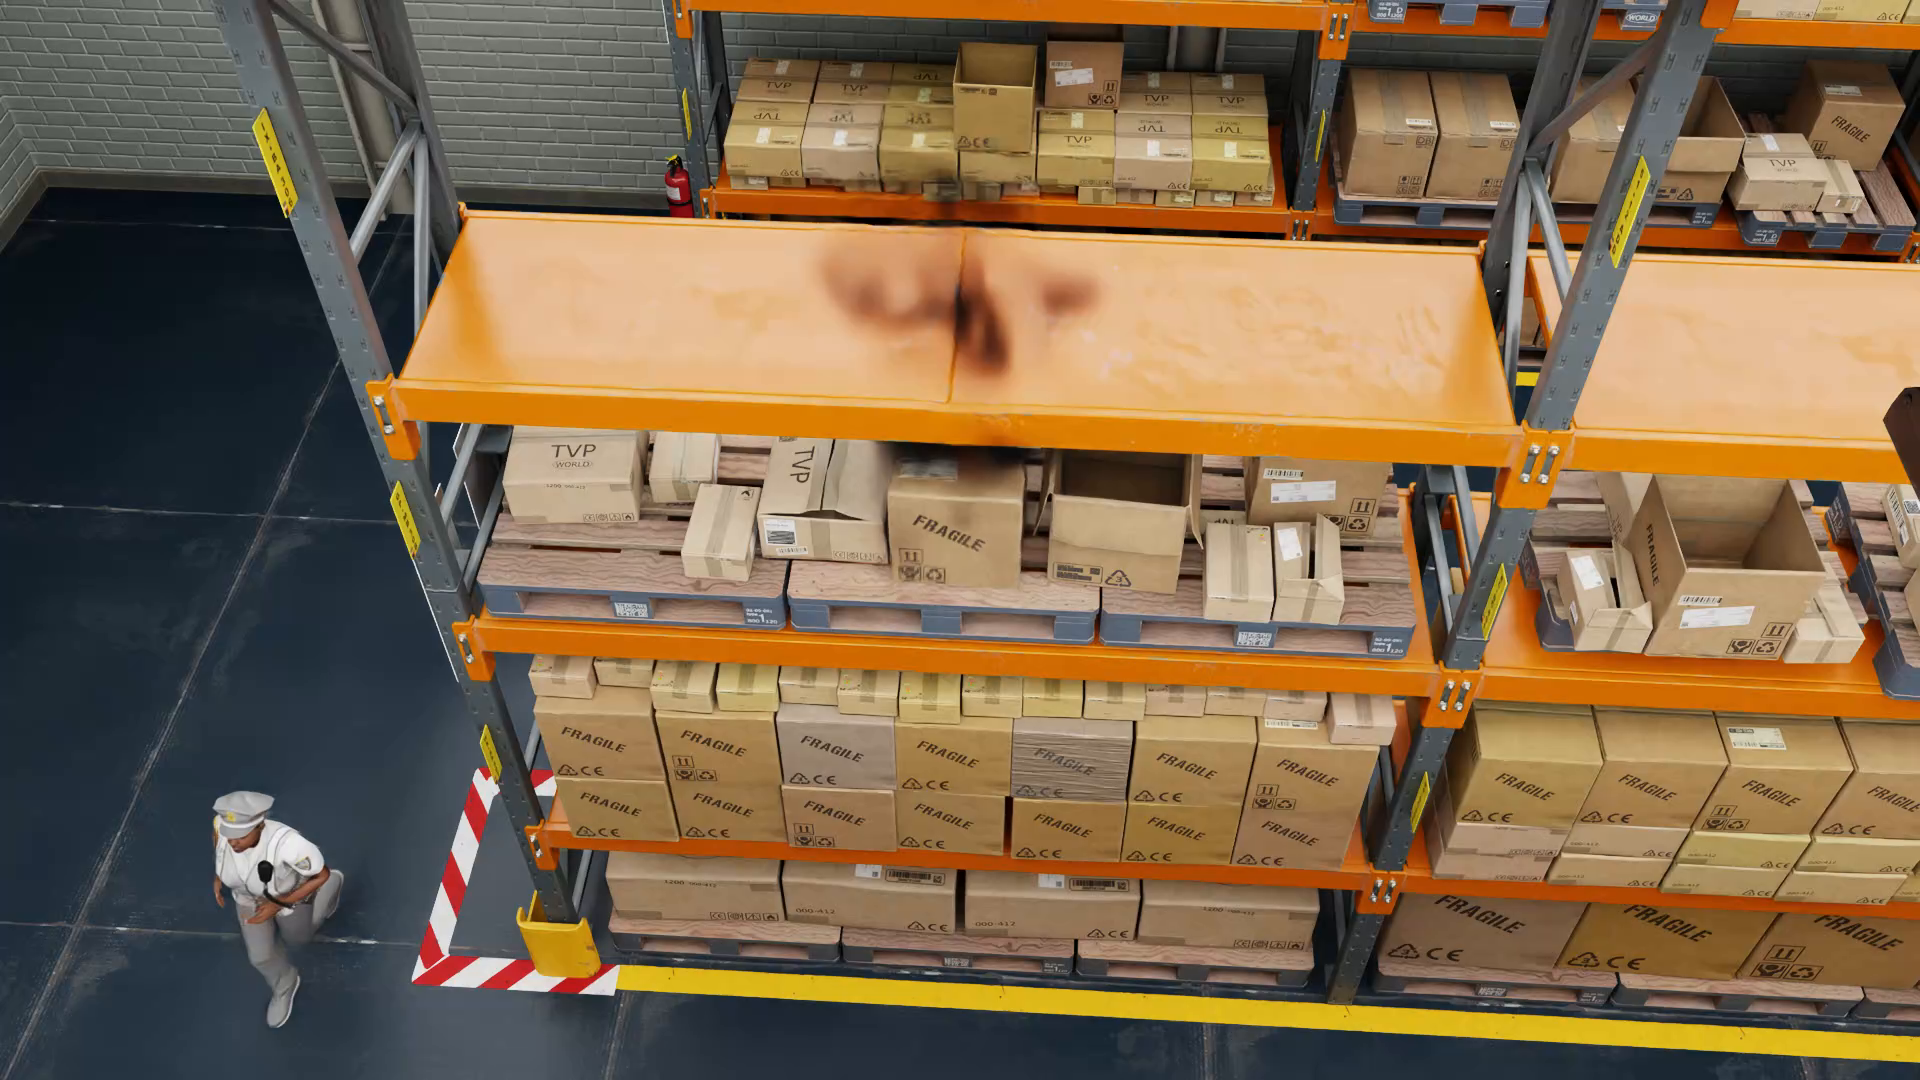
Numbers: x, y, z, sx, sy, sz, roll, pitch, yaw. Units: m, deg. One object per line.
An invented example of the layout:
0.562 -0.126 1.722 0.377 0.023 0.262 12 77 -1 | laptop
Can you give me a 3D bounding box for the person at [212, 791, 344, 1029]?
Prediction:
-3.295 1.689 8.118 0.619 1.679 0.773 10 49 9 | person
